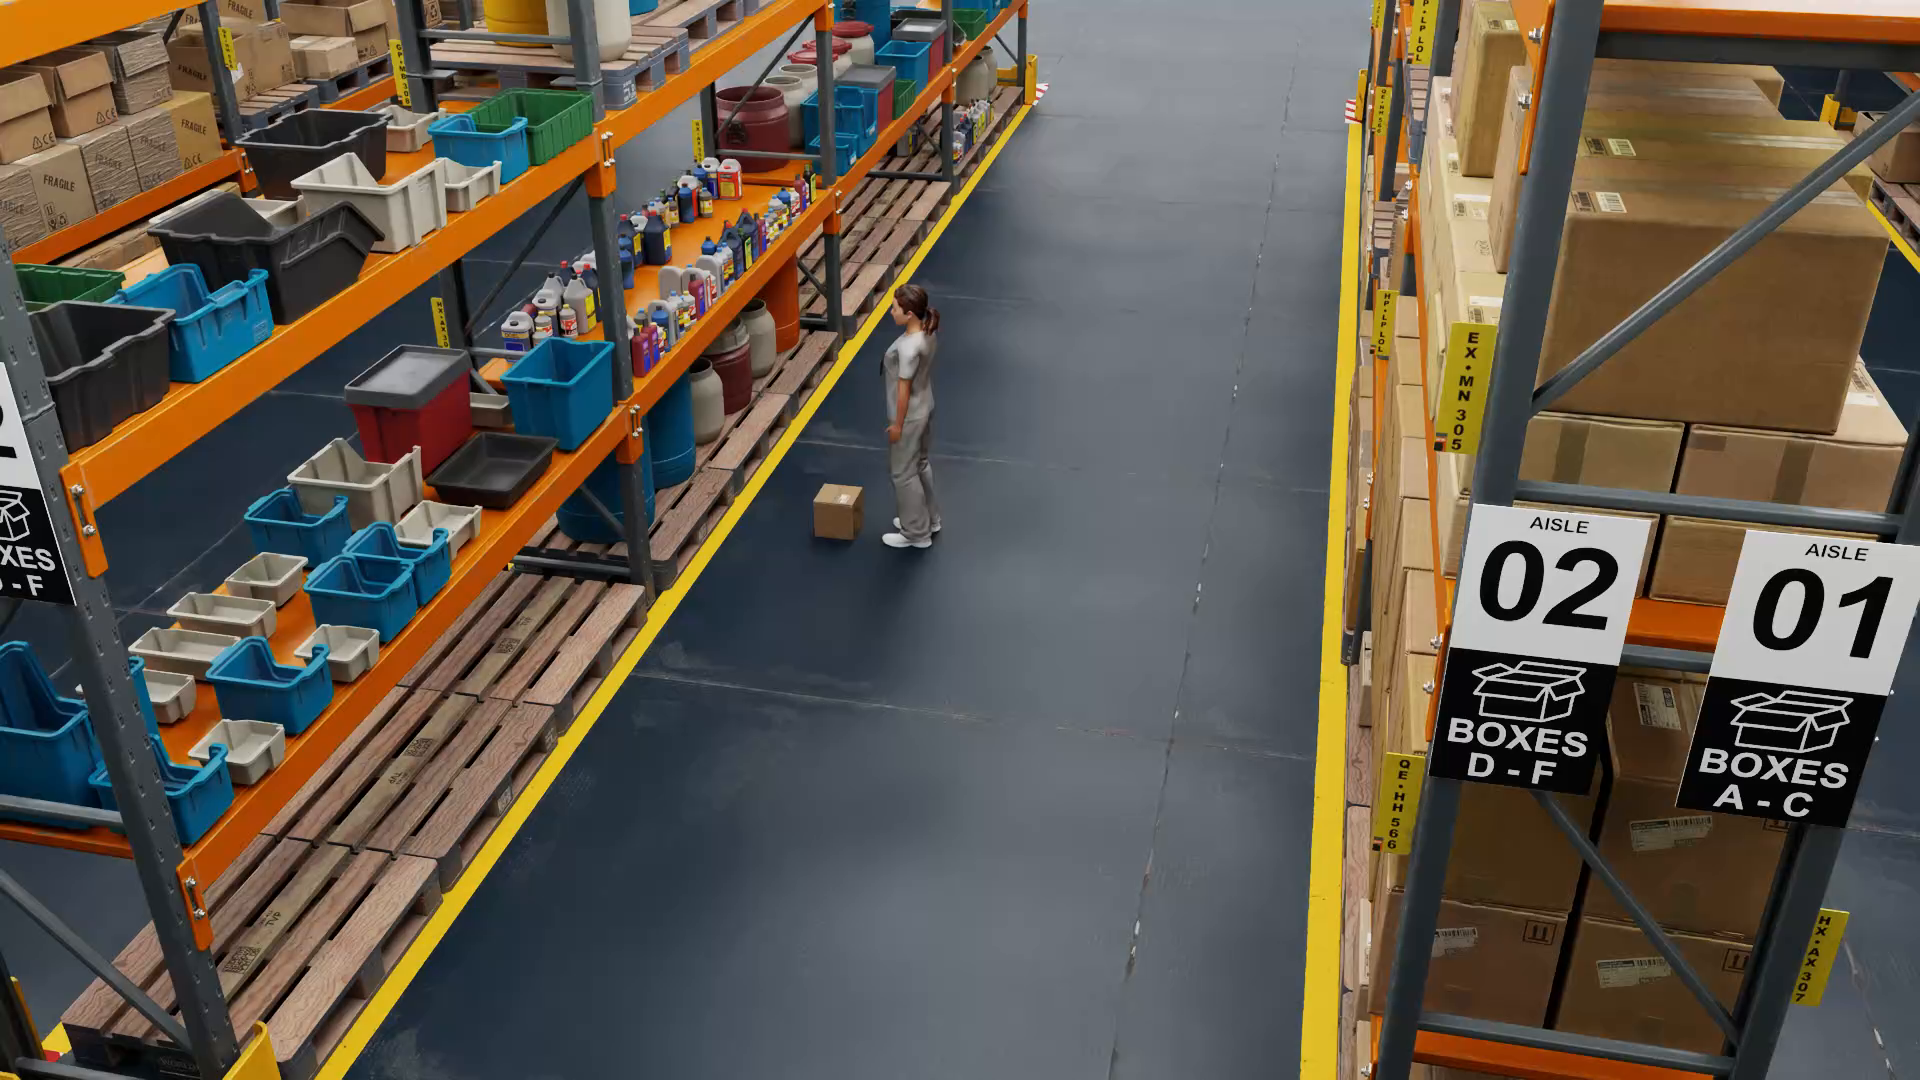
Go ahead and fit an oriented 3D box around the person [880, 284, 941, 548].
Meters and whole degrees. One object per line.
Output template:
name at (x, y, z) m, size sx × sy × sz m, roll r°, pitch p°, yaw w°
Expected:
person at (-0.283, -0.739, 9.961) m, size 0.360 × 1.674 × 0.438 m, roll 7°, pitch 30°, yaw 12°
